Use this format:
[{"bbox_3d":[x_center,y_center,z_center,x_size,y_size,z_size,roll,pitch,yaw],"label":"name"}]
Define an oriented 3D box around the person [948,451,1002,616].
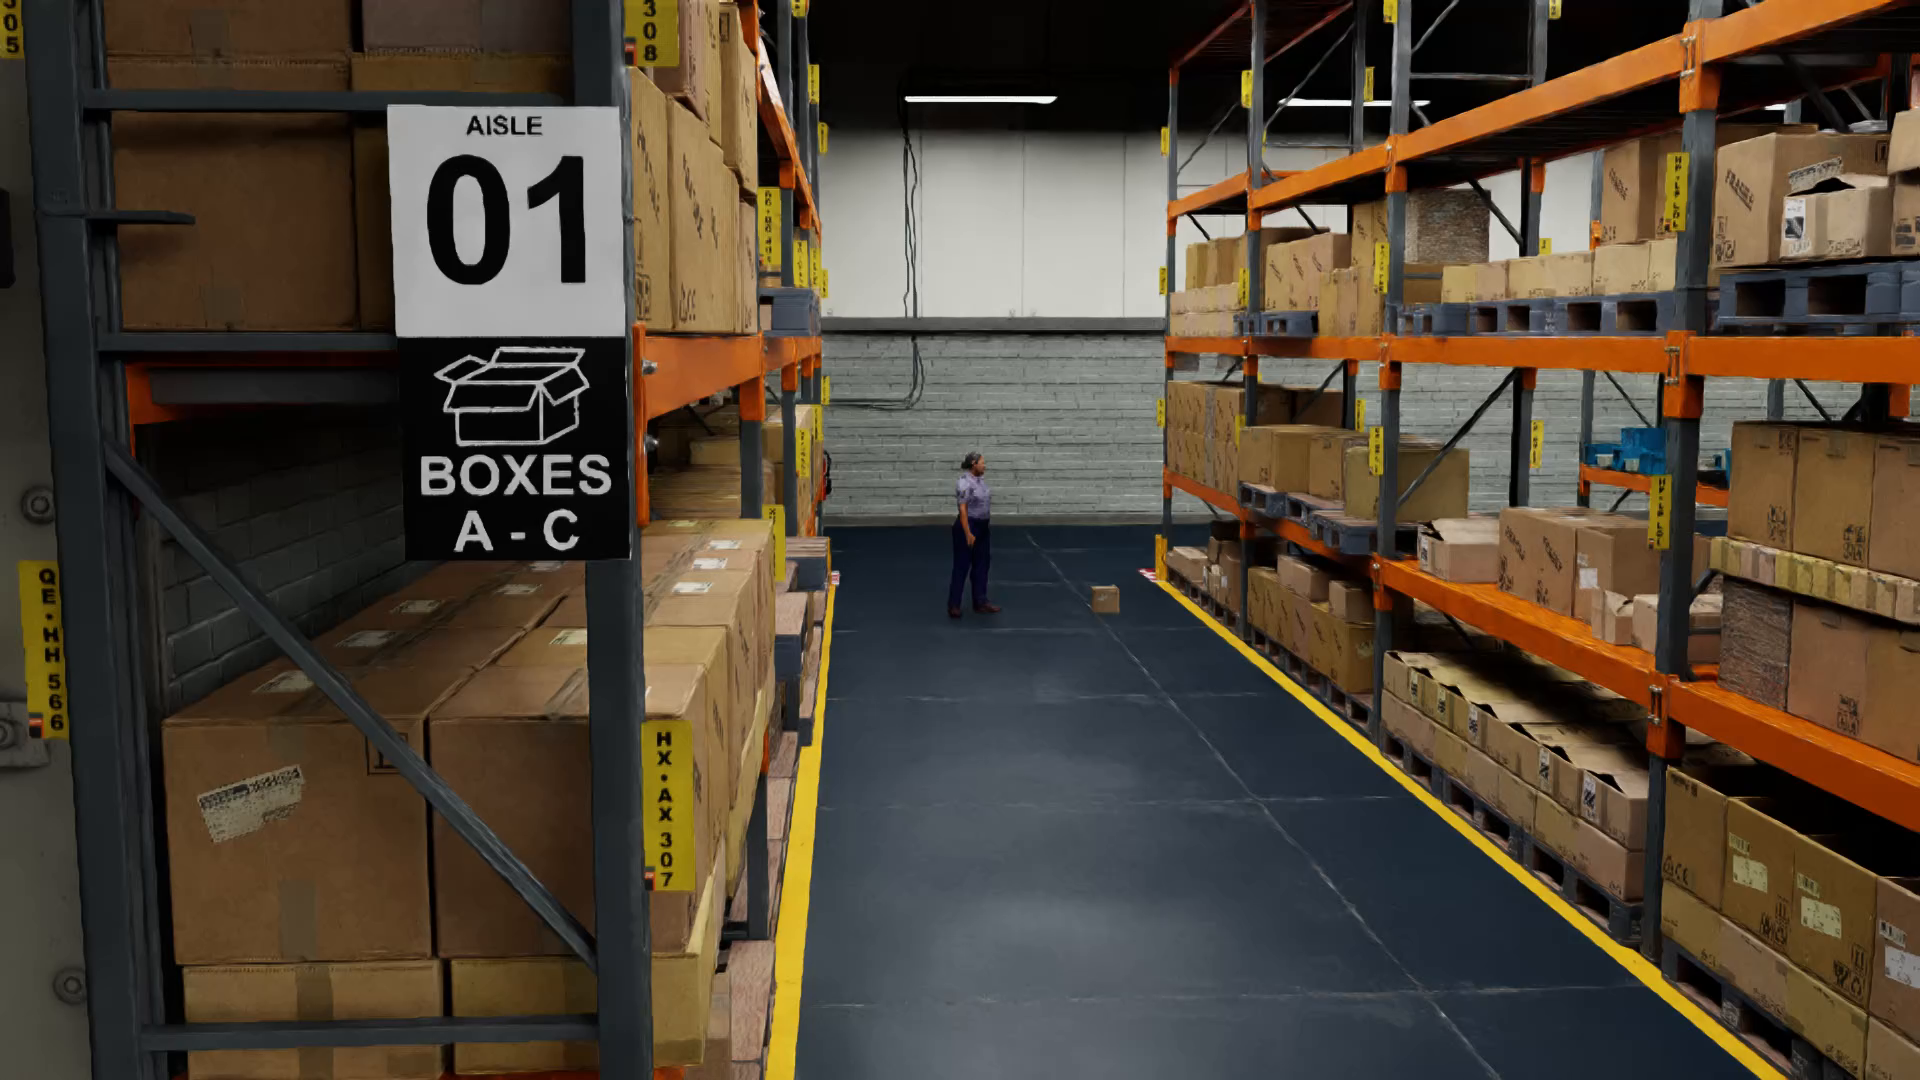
[{"bbox_3d":[0.118,-0.071,16.793,0.404,1.647,0.624,4,8,29],"label":"person"}]
